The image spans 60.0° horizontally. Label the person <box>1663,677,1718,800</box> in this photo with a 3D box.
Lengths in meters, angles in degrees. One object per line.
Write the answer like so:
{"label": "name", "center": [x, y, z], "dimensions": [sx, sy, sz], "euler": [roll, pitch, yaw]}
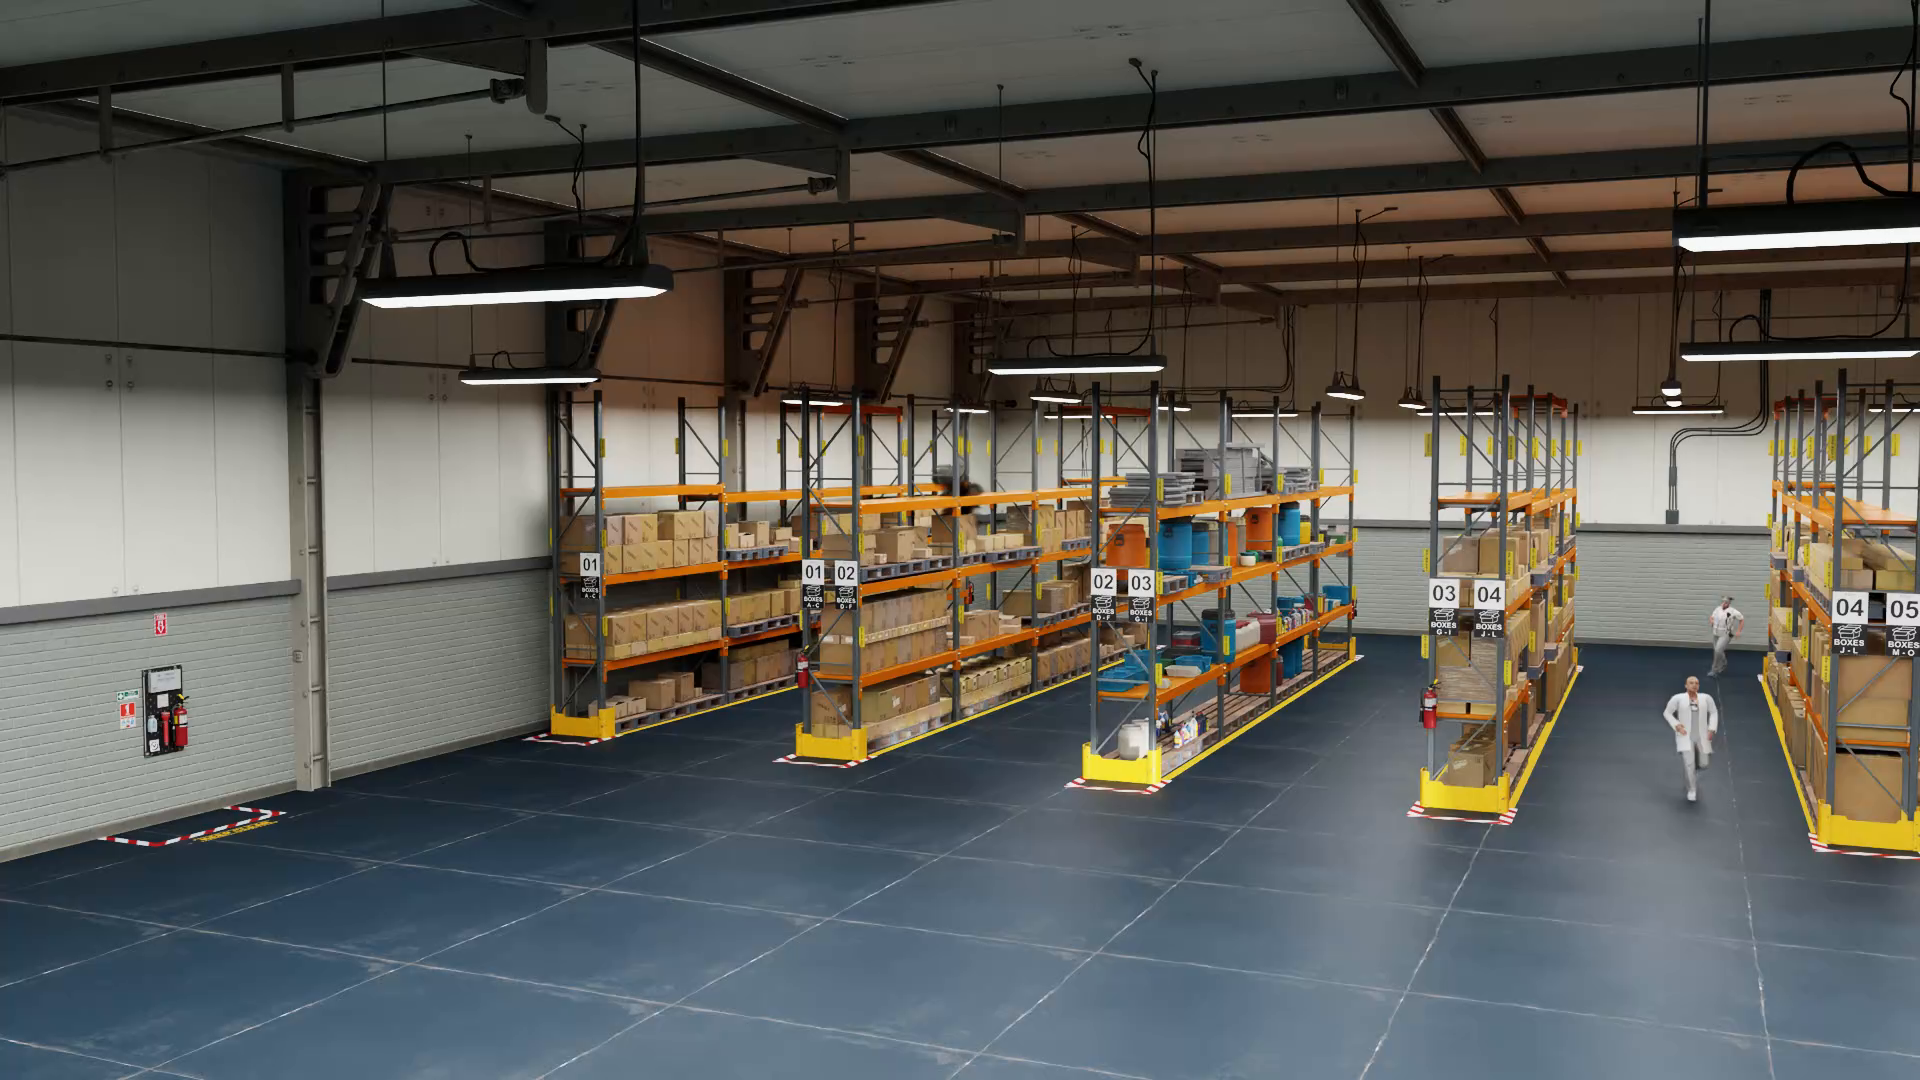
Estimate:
{"label": "person", "center": [10.524, 2.826, 23.943], "dimensions": [0.741, 1.736, 0.711], "euler": [1, 3, 9]}

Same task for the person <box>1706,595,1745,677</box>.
{"label": "person", "center": [16.779, 2.098, 36.561], "dimensions": [0.871, 1.789, 0.715], "euler": [-2, 4, -28]}
